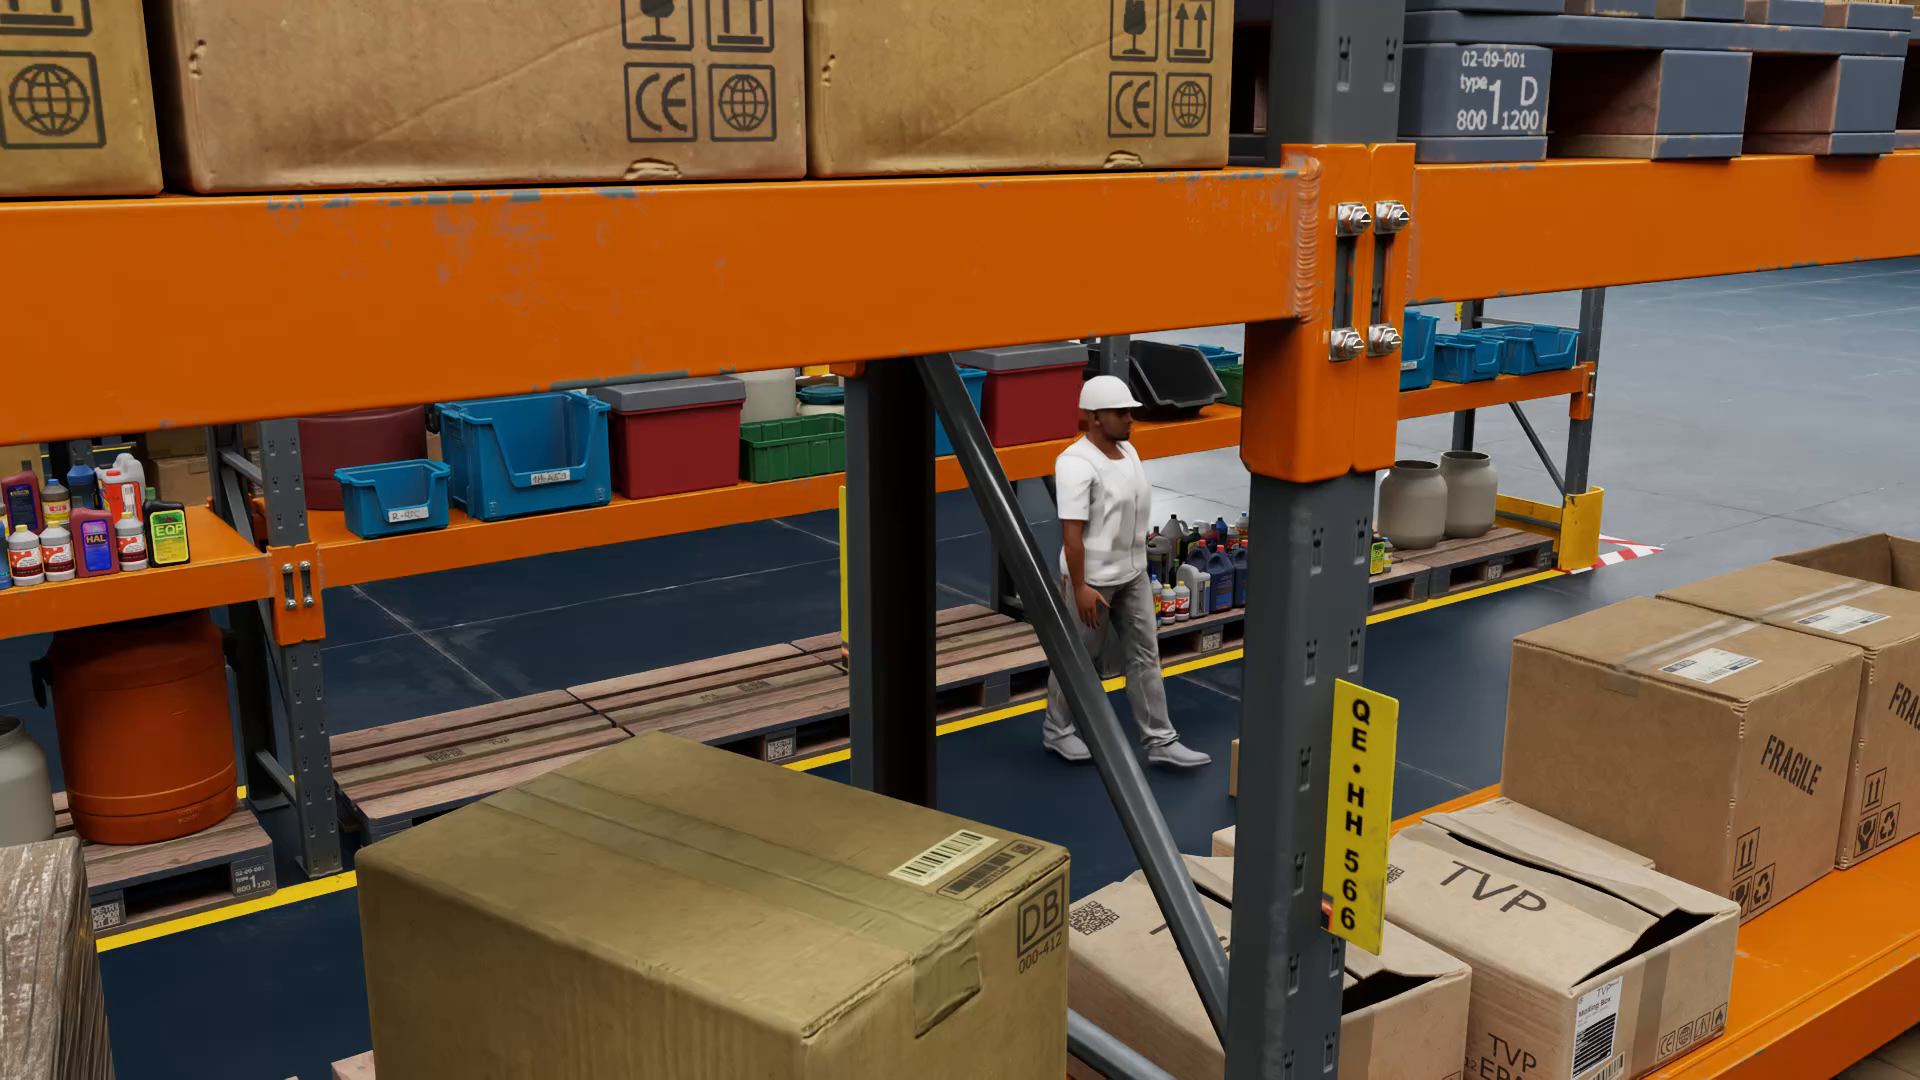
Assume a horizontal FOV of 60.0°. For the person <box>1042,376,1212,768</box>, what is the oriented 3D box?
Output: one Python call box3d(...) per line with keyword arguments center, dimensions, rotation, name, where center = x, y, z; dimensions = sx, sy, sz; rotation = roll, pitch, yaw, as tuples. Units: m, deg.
box3d(center=(0.716, 0.160, 7.297), dimensions=(0.796, 1.747, 0.580), rotation=(12, 19, 39), name="person")
